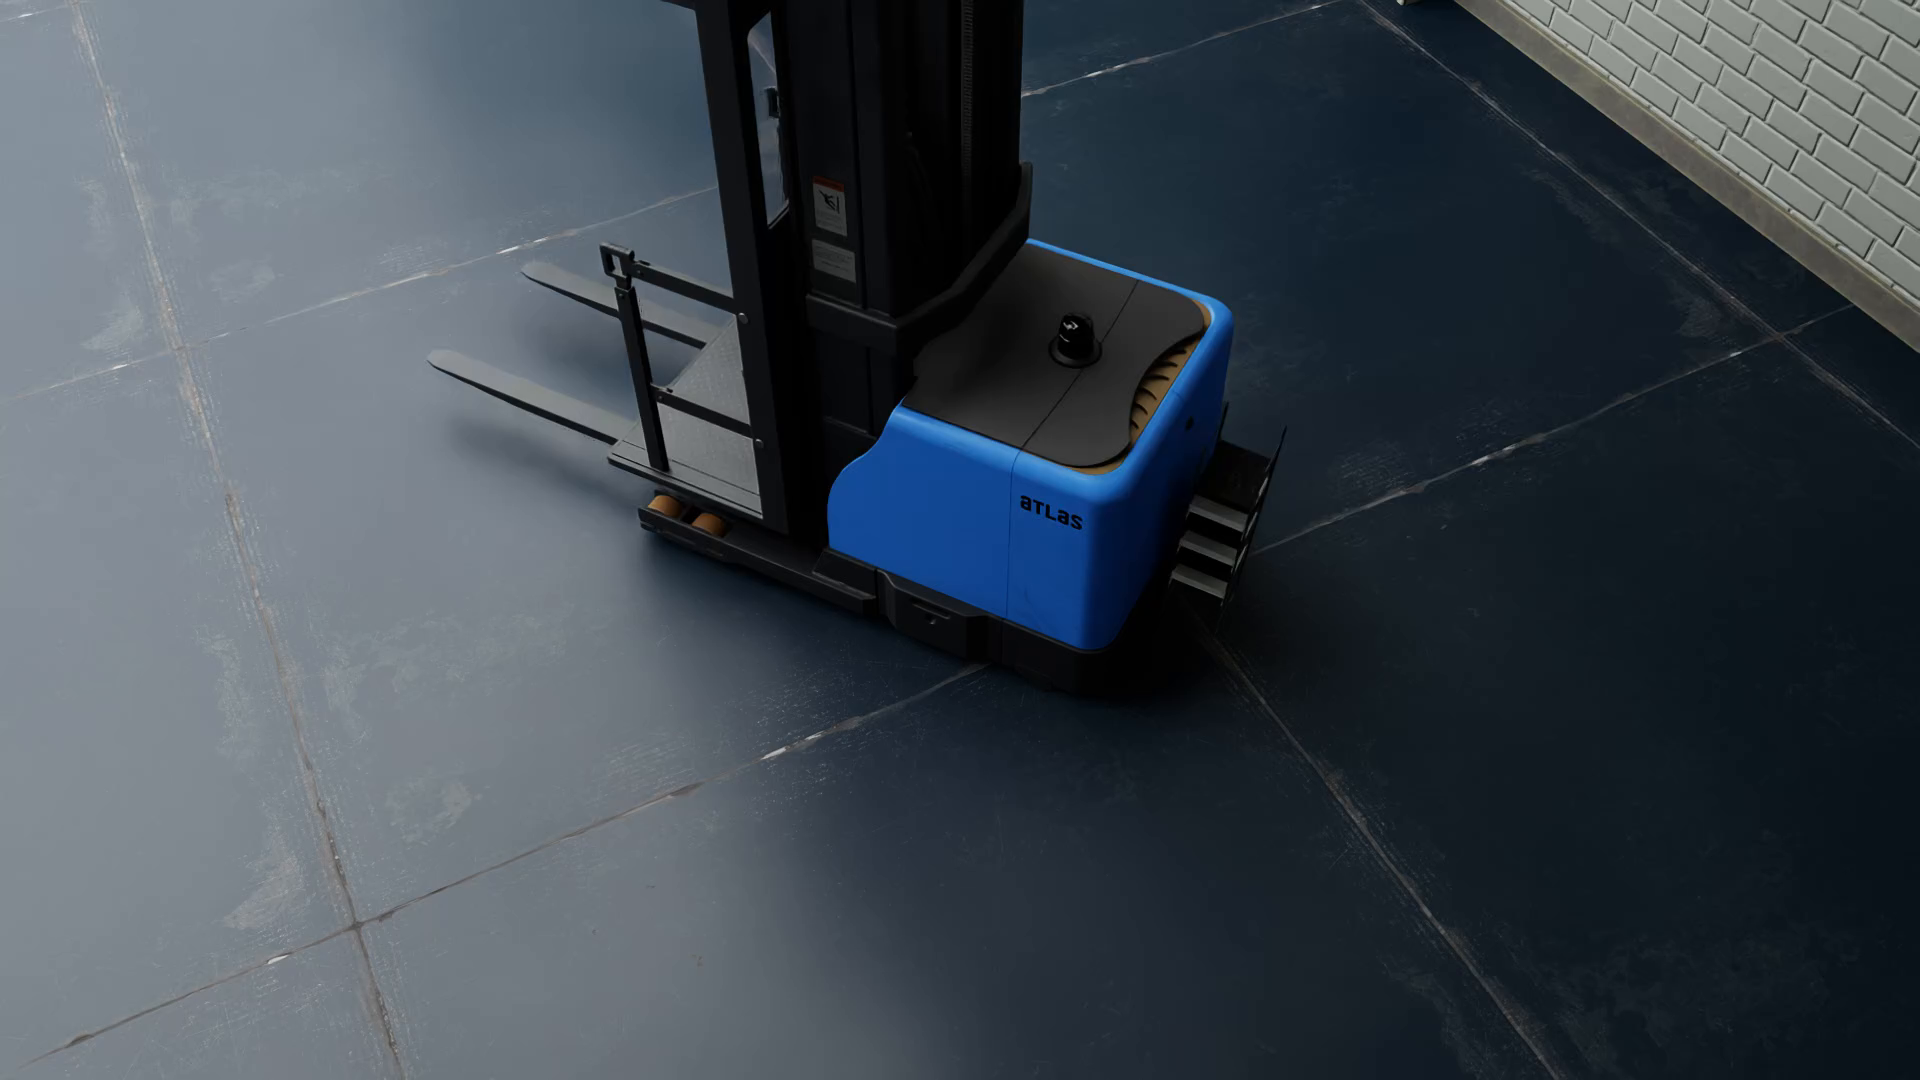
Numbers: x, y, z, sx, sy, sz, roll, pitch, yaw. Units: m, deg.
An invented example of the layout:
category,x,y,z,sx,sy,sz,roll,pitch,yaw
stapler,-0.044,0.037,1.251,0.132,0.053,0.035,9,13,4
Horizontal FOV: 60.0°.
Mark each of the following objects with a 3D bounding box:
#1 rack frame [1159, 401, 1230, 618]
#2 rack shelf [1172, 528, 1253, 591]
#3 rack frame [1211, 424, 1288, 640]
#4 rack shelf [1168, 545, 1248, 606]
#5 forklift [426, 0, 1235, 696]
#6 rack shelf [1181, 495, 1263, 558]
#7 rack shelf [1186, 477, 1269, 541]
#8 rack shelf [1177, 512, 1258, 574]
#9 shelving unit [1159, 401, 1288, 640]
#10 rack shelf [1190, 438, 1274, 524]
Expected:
category,x,y,z,sx,sy,sz,roll,pitch,yaw
rack frame,0.798,-0.087,5.710,0.006,0.900,0.240,23,52,14
rack shelf,0.882,0.029,5.781,0.200,0.077,0.258,23,52,14
rack frame,0.981,-0.011,5.662,0.006,0.900,0.240,23,52,14
rack shelf,0.876,0.086,5.851,0.200,0.077,0.258,23,52,14
forklift,-0.620,-1.232,5.381,3.031,2.935,1.130,21,52,18
rack shelf,0.893,-0.085,5.642,0.200,0.077,0.258,23,52,14
rack shelf,0.899,-0.142,5.573,0.200,0.077,0.258,23,52,14
rack shelf,0.887,-0.028,5.712,0.200,0.077,0.258,23,52,14
shelving unit,0.889,-0.049,5.686,0.210,0.900,0.258,23,52,14
rack shelf,0.904,-0.199,5.504,0.200,0.077,0.258,23,52,14
